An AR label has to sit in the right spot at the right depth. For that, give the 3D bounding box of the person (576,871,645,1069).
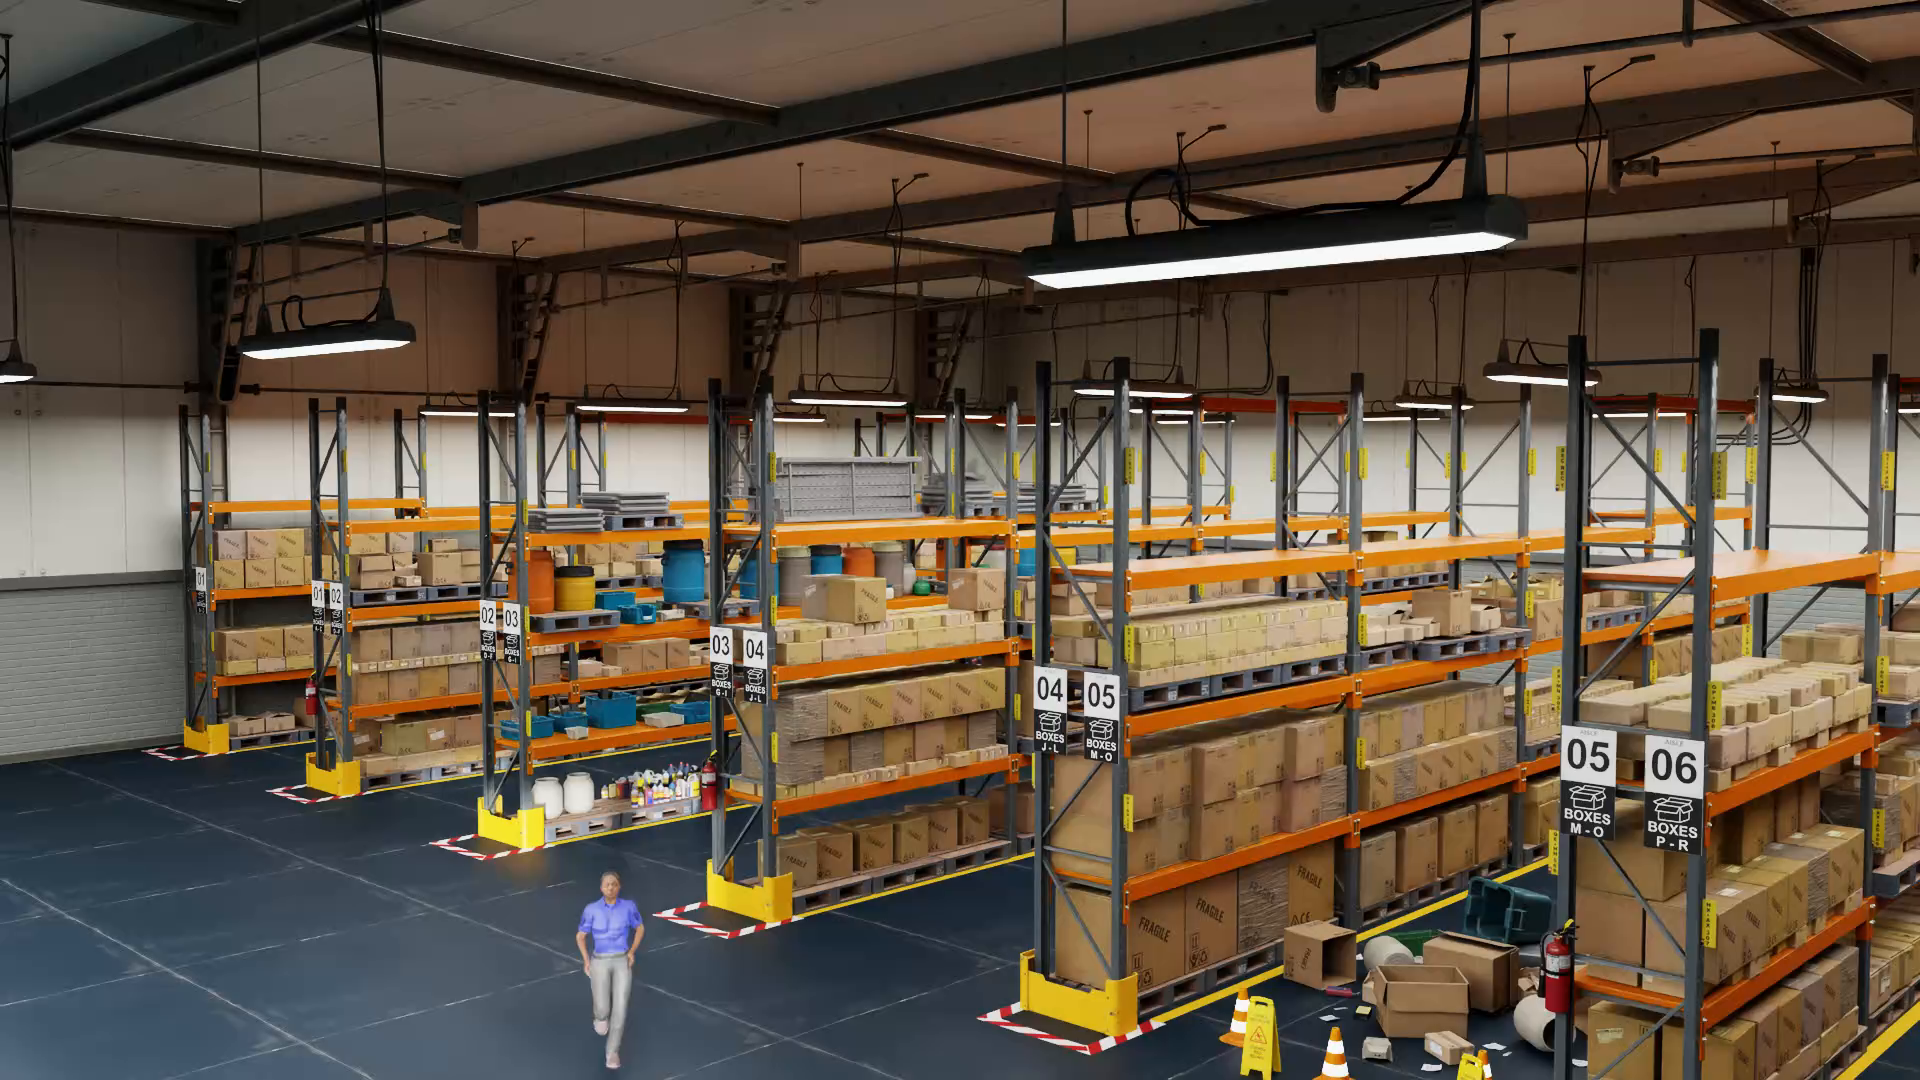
[{"bbox_3d":[-2.971,3.617,14.175,0.575,1.618,0.611,-1,3,-16],"label":"person"}]
